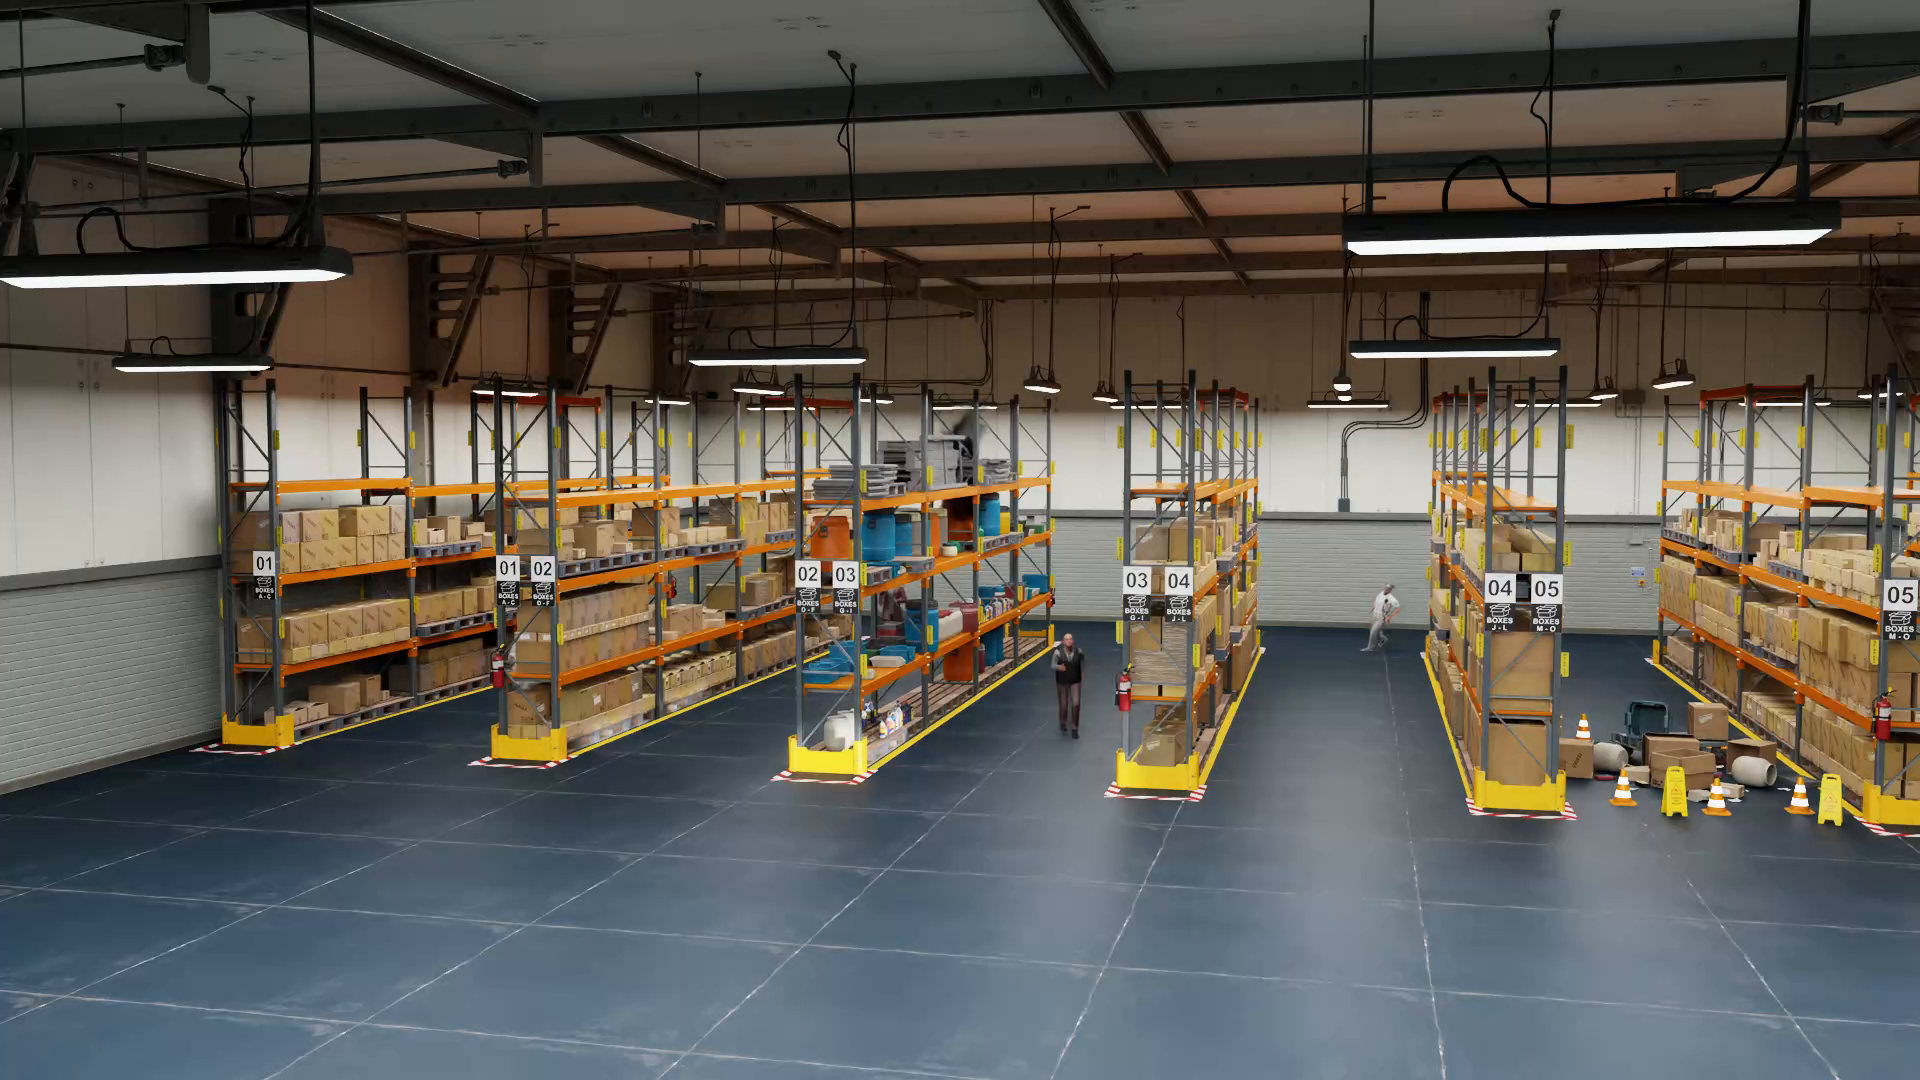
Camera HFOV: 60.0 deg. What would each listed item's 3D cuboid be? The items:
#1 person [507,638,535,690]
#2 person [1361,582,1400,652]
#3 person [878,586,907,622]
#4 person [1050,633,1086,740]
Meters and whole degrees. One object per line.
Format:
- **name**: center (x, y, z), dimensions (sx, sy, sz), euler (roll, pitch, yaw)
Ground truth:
- **person**: center (-7.737, 2.356, 29.494), dimensions (0.694, 1.763, 0.673), euler (1, 3, 11)
- **person**: center (10.029, 1.810, 39.261), dimensions (0.763, 1.677, 0.831), euler (-2, 4, -35)
- **person**: center (-1.609, 1.736, 39.404), dimensions (0.707, 1.789, 0.962), euler (0, 3, 3)
- **person**: center (1.828, 2.456, 28.091), dimensions (0.605, 1.771, 0.845), euler (0, 3, 2)
